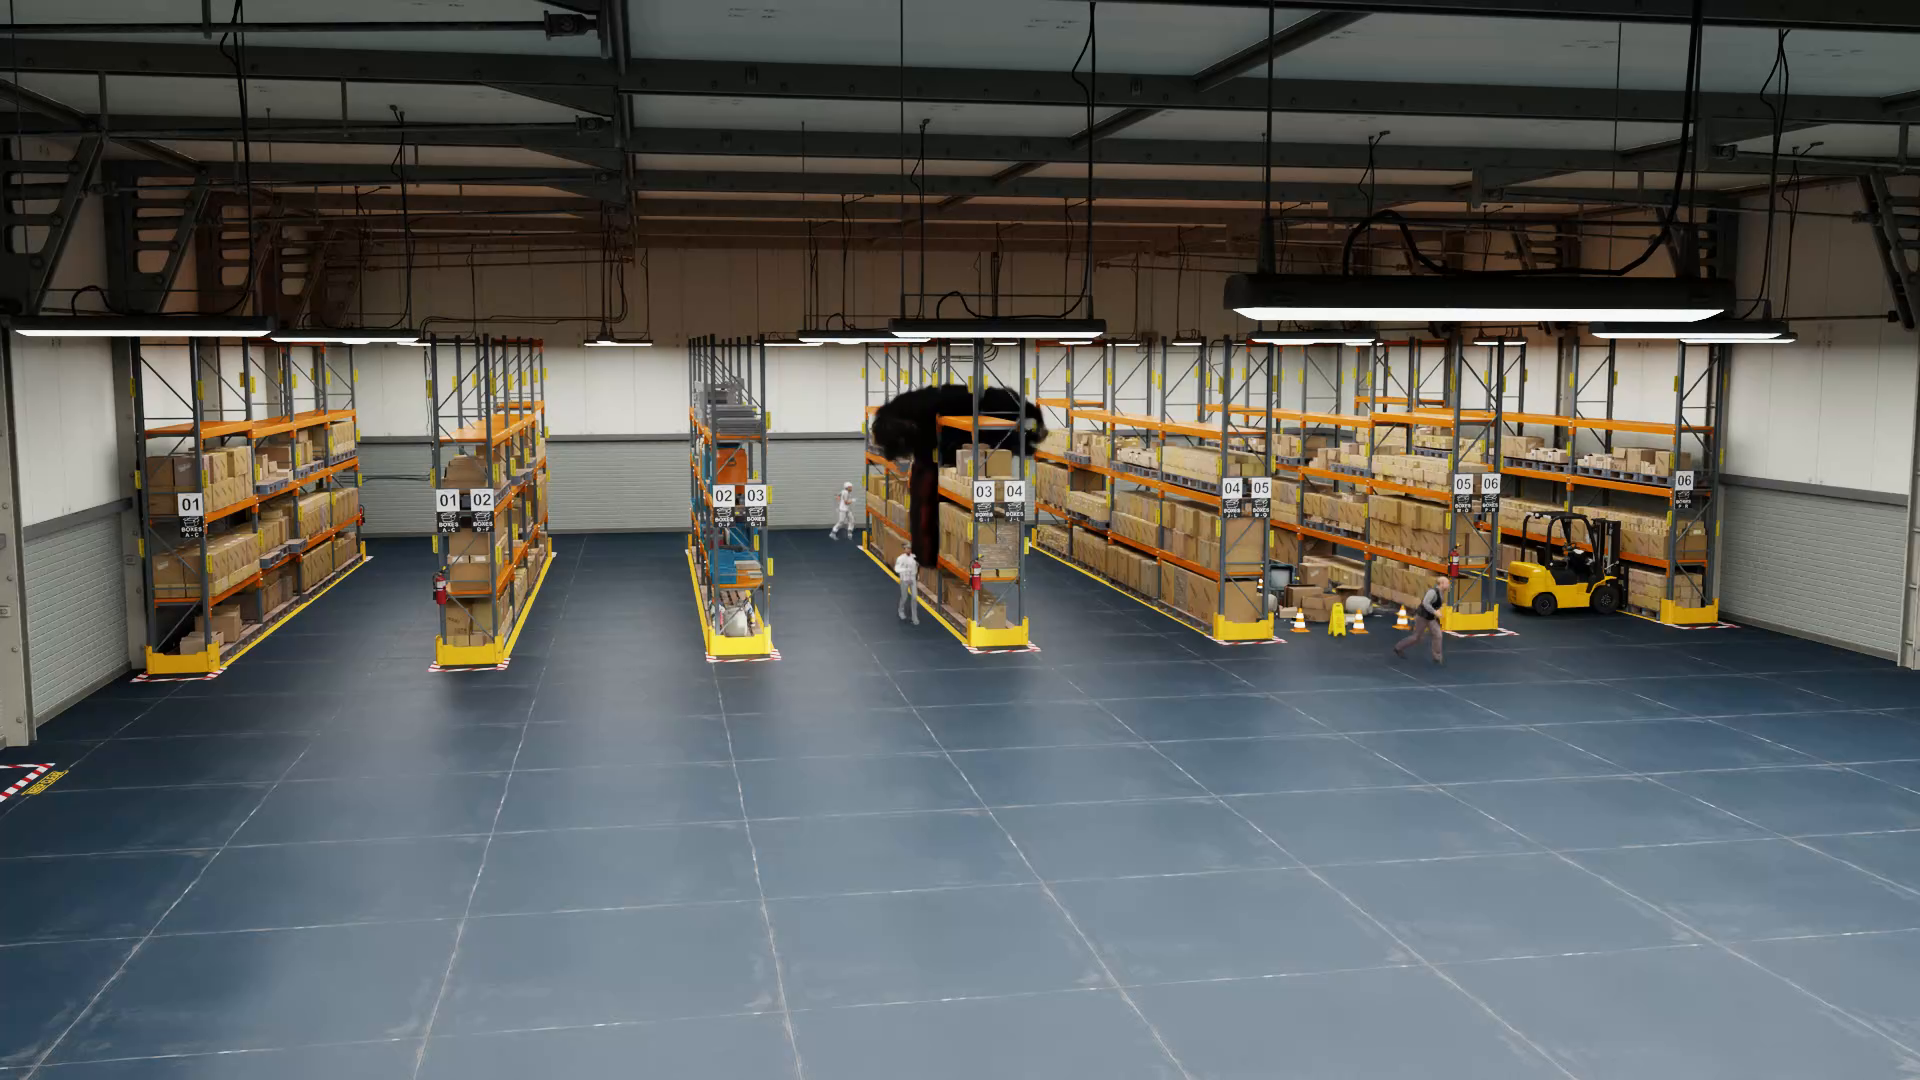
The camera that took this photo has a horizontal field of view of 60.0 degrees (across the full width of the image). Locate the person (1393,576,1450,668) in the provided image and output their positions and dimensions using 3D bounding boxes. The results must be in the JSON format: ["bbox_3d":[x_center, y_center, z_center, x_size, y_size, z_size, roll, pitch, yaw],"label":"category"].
[{"bbox_3d":[8.401,1.466,30.258,1.007,1.681,0.674,4,8,31],"label":"person"}]

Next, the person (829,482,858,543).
[{"bbox_3d":[-3.460,-0.799,49.356,0.875,1.848,0.633,0,7,3],"label":"person"}]

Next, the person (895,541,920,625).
[{"bbox_3d":[-1.086,0.876,34.853,0.606,1.712,0.874,-2,7,-20],"label":"person"}]
